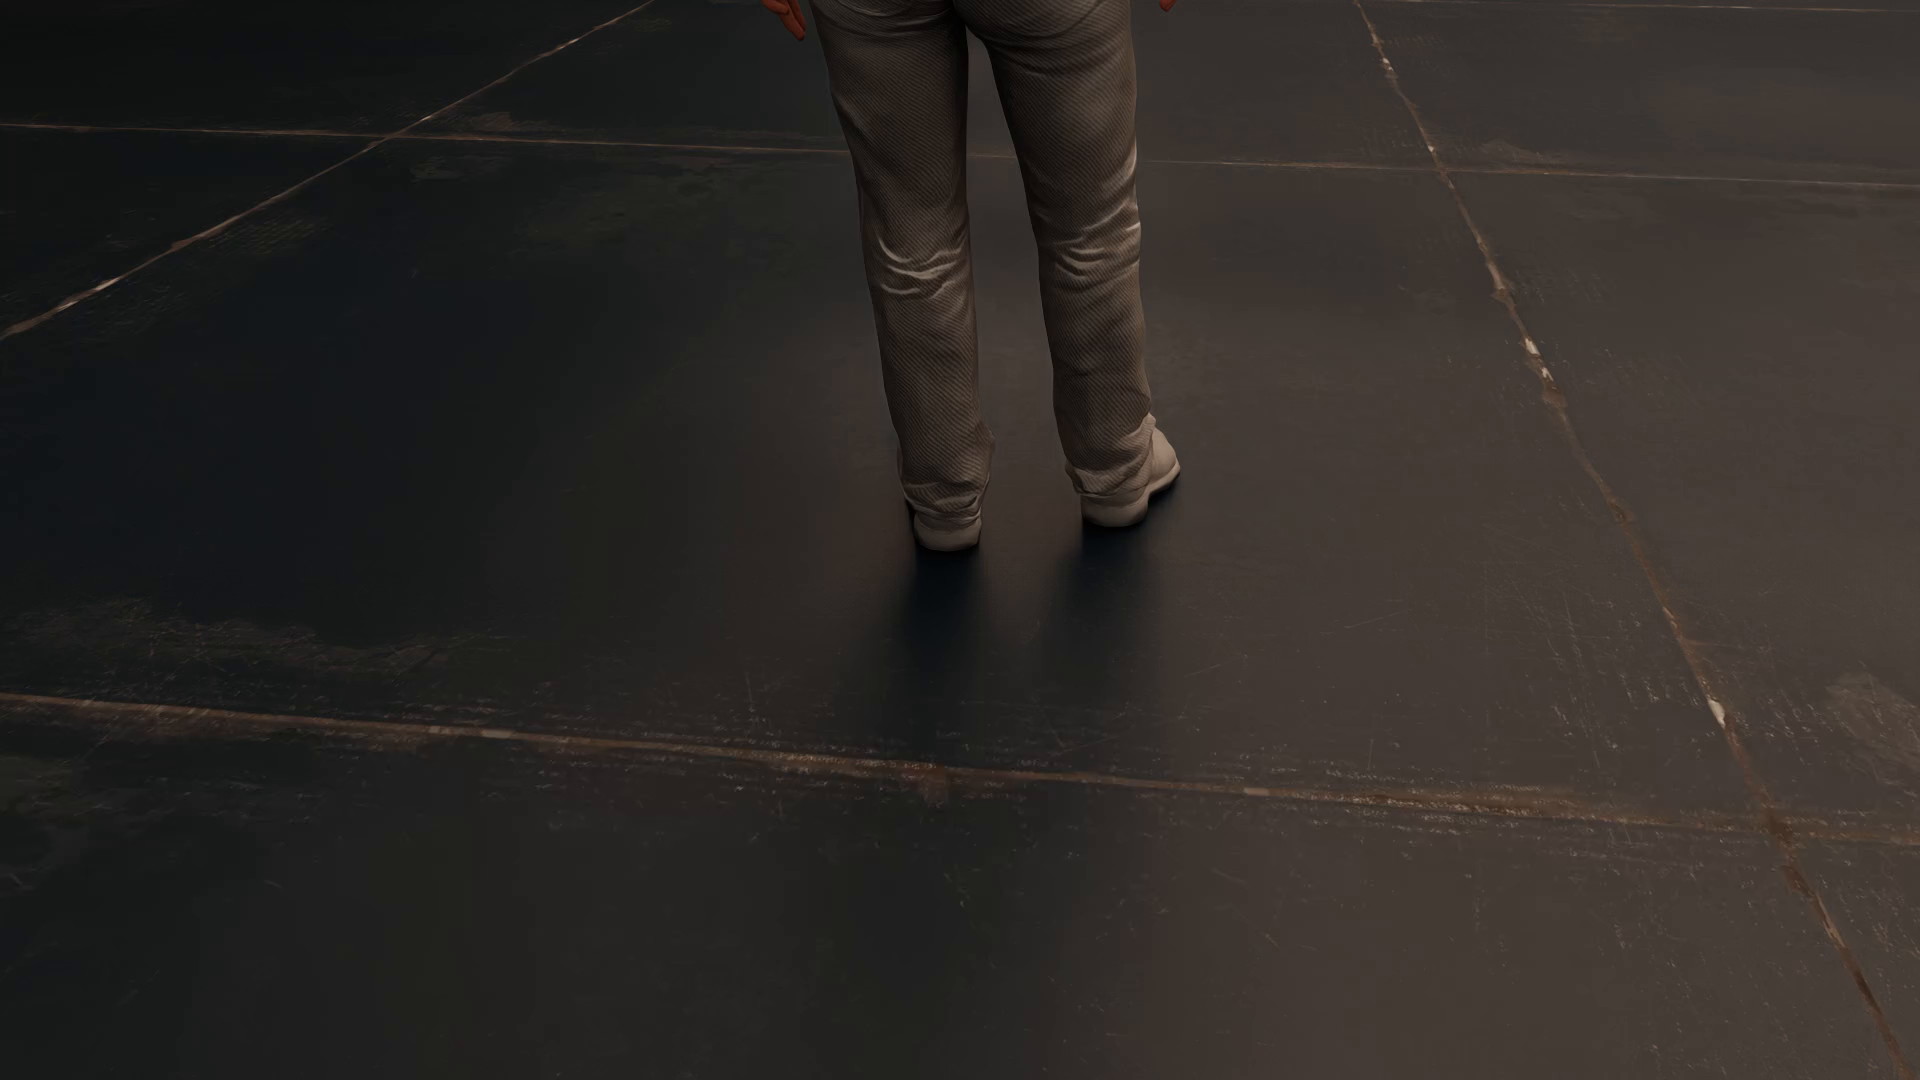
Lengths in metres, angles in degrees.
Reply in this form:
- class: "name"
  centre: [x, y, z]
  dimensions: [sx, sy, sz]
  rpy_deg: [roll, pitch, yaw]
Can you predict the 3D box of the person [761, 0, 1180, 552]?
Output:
- class: "person"
  centre: [0.016, -0.827, 2.155]
  dimensions: [0.632, 1.773, 0.568]
  rpy_deg: [3, 27, 7]
